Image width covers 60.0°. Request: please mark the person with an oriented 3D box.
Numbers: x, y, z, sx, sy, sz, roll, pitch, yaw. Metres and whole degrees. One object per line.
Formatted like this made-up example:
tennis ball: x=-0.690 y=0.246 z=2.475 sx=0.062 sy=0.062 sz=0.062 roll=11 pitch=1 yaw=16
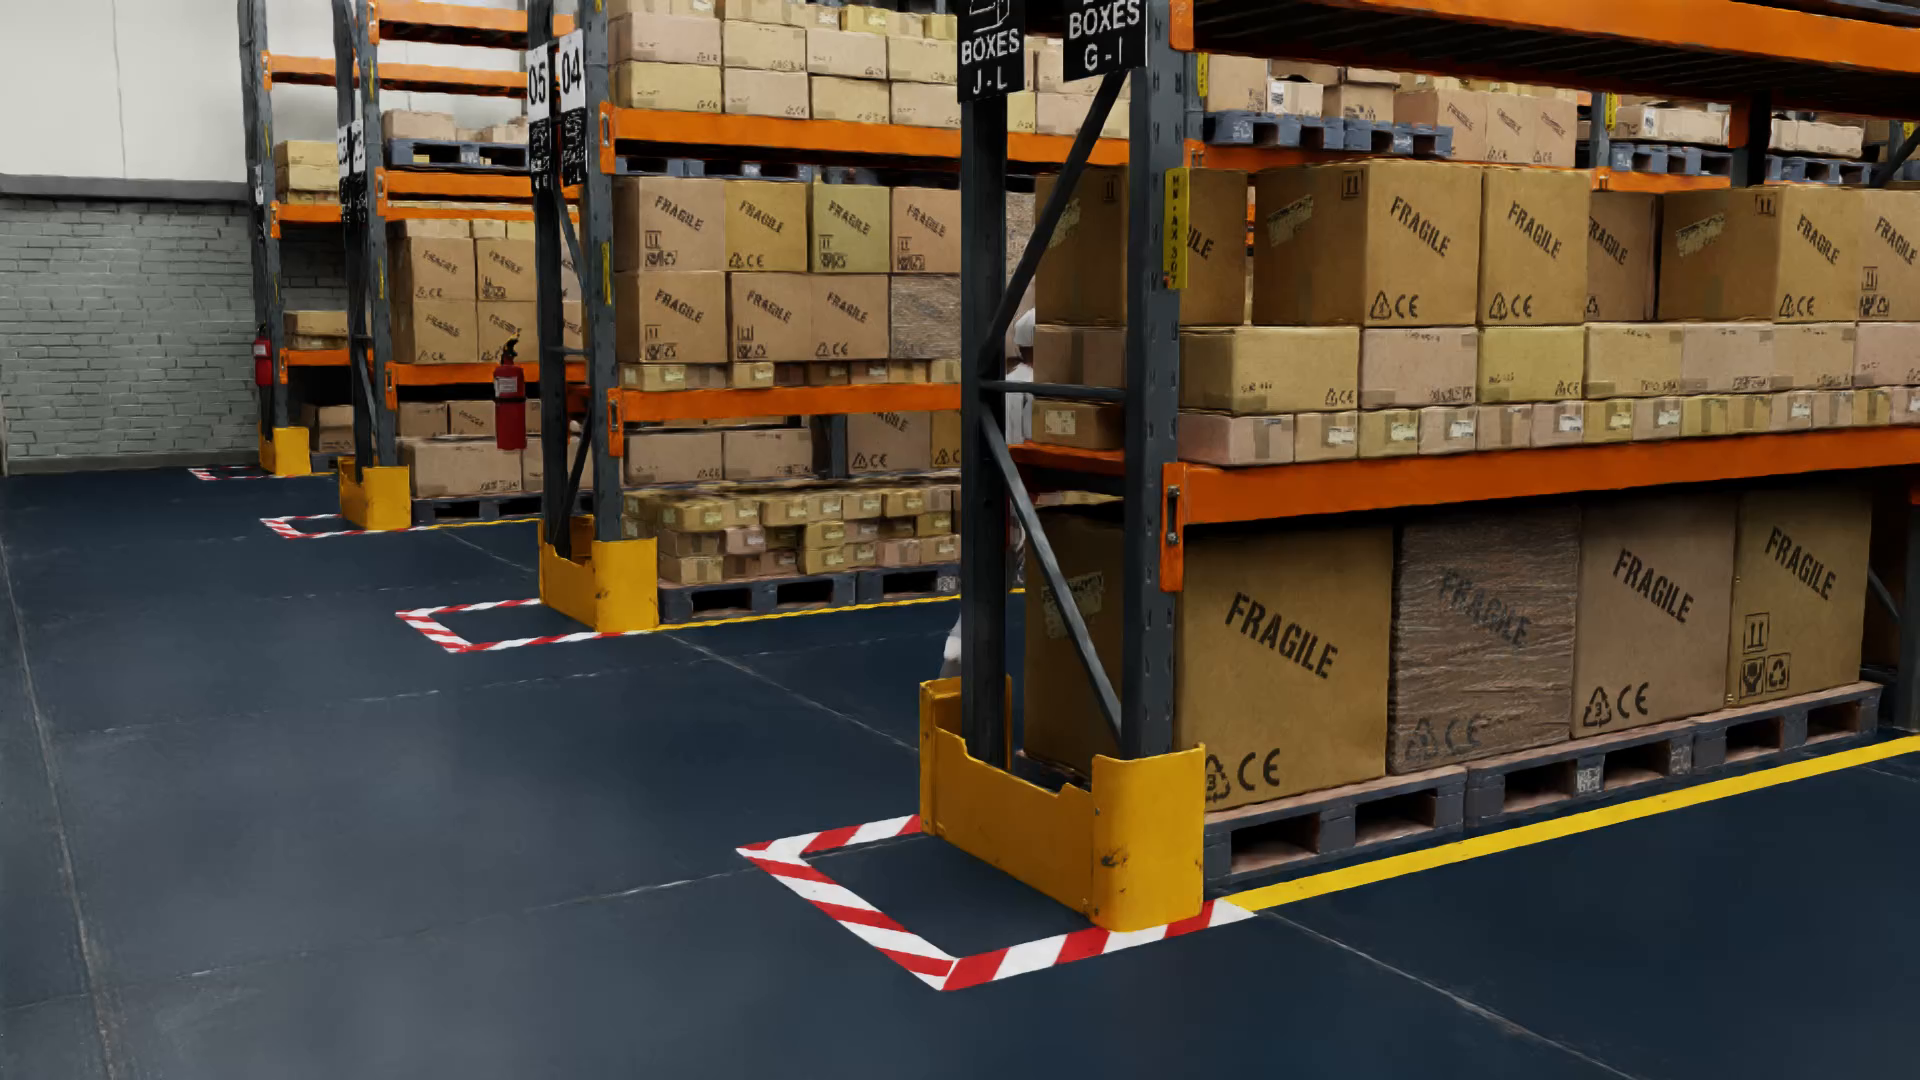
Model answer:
person: x=0.338 y=-0.110 z=7.010 sx=0.995 sy=1.731 sz=0.572 roll=-5 pitch=9 yaw=-32
